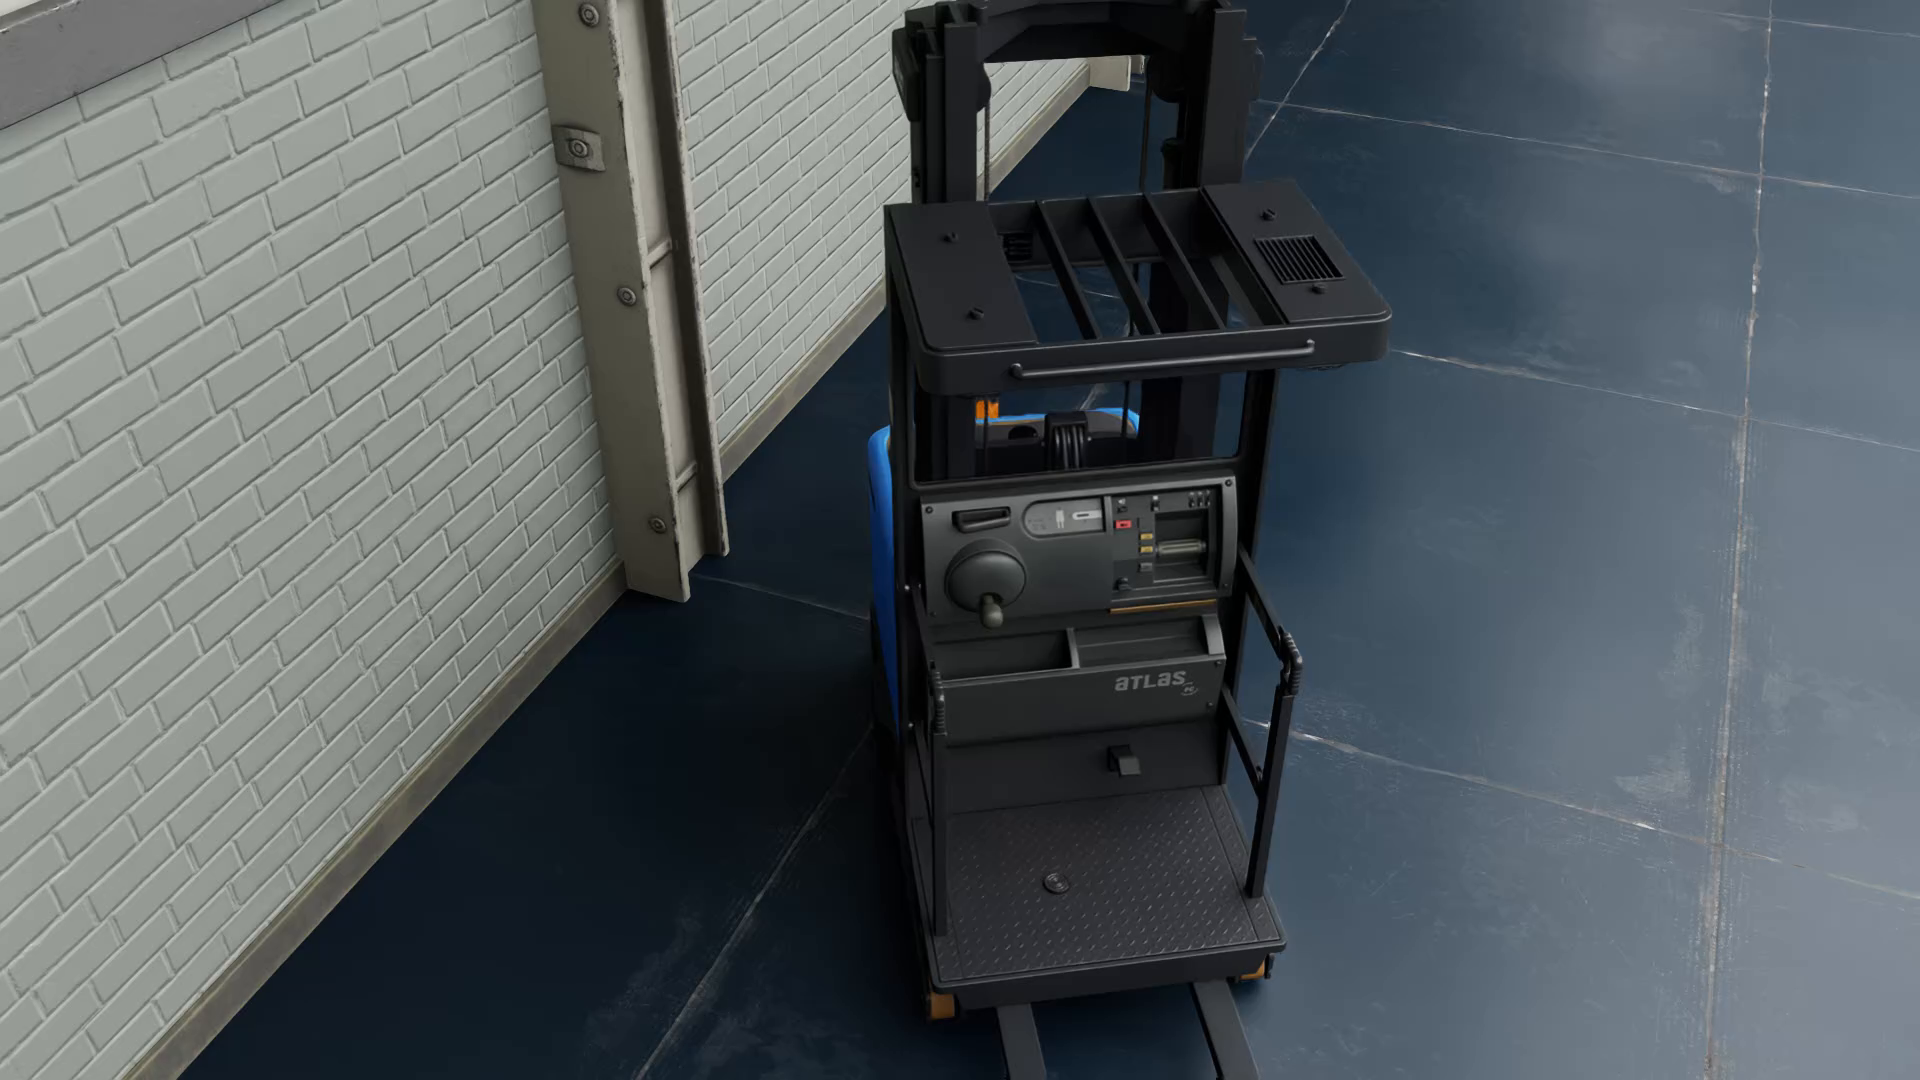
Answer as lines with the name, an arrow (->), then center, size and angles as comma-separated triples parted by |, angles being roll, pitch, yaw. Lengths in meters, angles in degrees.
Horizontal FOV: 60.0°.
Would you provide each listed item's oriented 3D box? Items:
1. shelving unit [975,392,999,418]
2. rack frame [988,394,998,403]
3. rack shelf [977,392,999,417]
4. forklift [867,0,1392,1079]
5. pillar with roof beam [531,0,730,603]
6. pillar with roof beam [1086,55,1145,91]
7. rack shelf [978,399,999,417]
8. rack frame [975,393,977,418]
shelving unit -> 0.020, -0.450, 6.975 | 0.215, 1.050, 0.252 | 14, 39, 18
rack frame -> 0.067, -0.518, 7.066 | 0.200, 1.050, 0.008 | 14, 39, 18
rack shelf -> 0.020, -0.669, 6.812 | 0.215, 0.259, 0.240 | 14, 39, 18
forklift -> 0.386, 0.099, 4.670 | 1.130, 2.935, 3.031 | -5, 37, -7
pillar with roof beam -> 2.770, -2.506, 3.087 | 9.100, 9.000, 0.400 | 14, 39, 18
pillar with roof beam -> 5.053, -5.828, 7.531 | 9.100, 9.000, 0.400 | 14, 39, 18
rack shelf -> 0.020, -0.442, 6.982 | 0.215, 0.259, 0.240 | 14, 39, 18
rack frame -> -0.026, -0.383, 6.885 | 0.200, 1.050, 0.008 | 14, 39, 18
